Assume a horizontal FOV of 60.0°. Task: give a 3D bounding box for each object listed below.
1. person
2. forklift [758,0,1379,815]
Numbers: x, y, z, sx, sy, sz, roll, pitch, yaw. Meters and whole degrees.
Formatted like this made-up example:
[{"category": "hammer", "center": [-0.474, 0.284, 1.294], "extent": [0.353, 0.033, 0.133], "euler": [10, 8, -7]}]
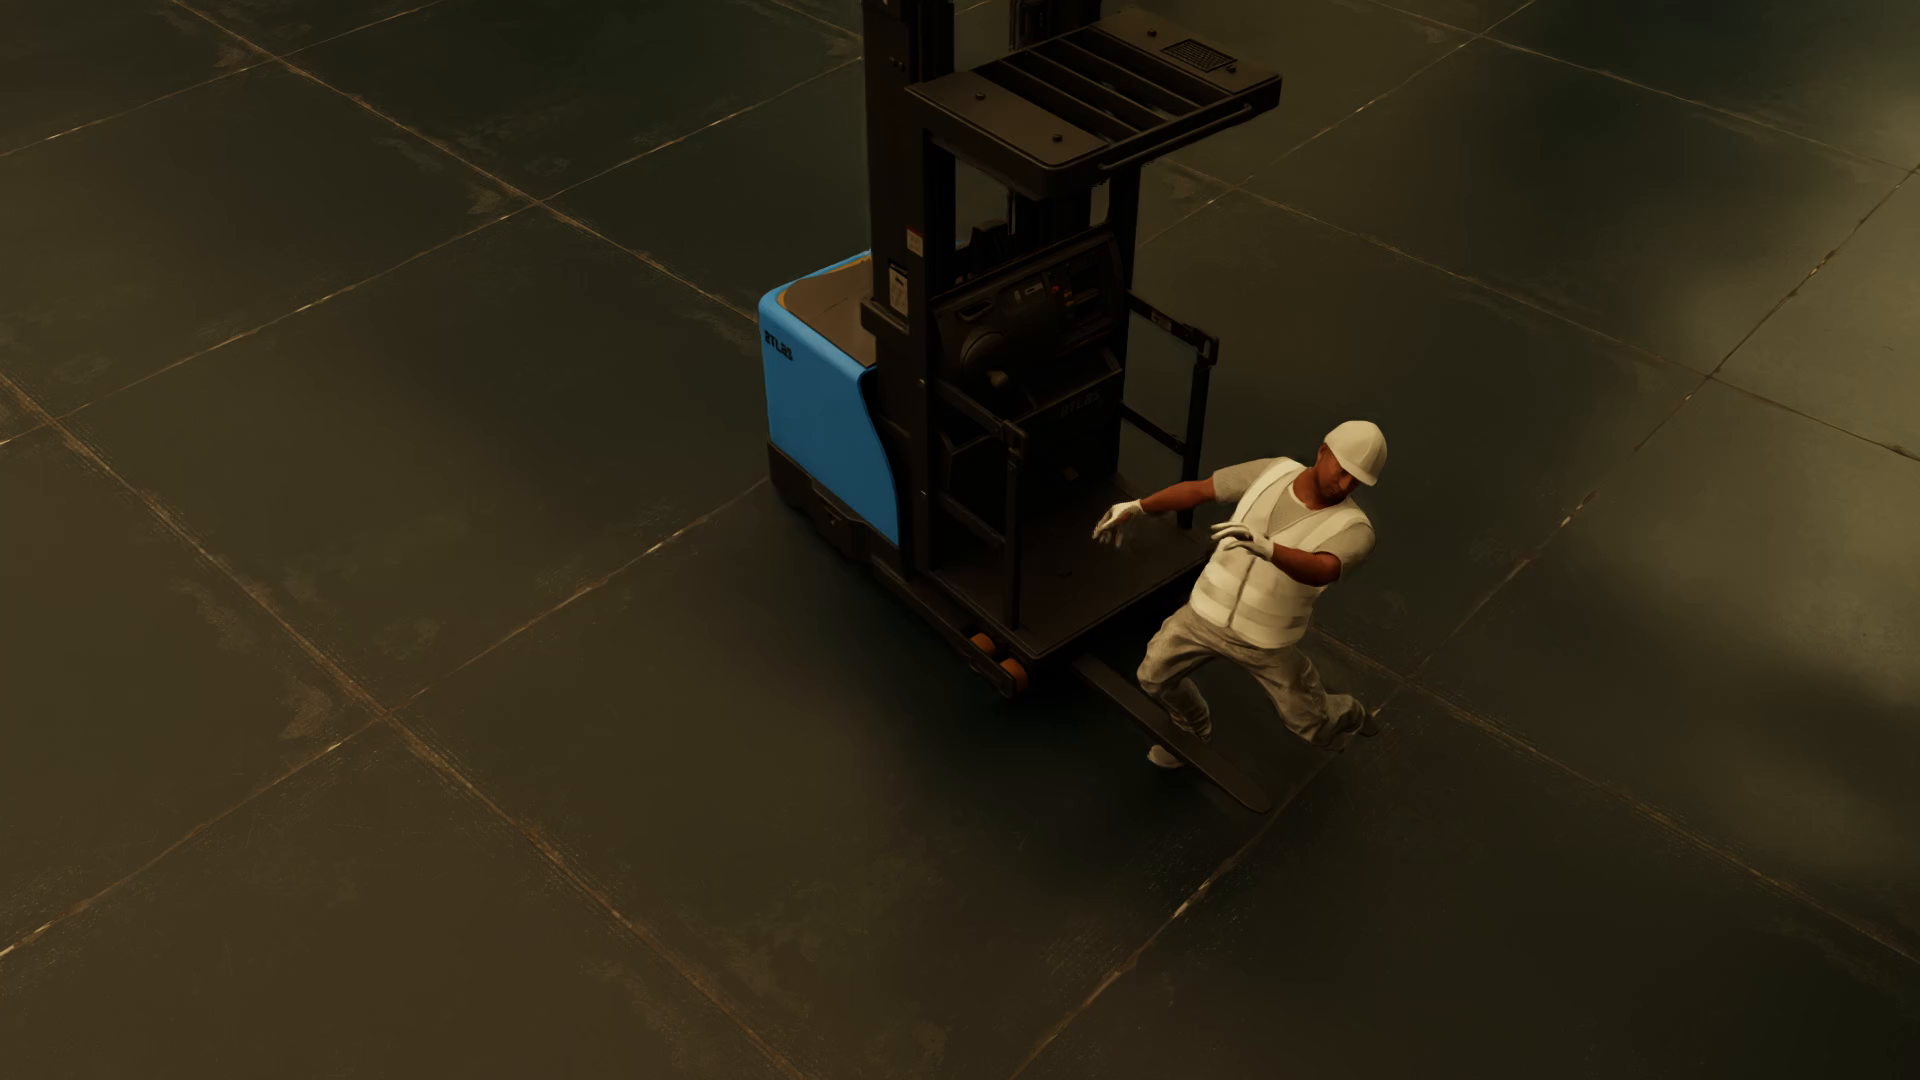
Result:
[{"category": "person", "center": [0.957, 0.259, 6.053], "extent": [1.035, 1.557, 0.779], "euler": [23, 46, 25]}, {"category": "forklift", "center": [0.418, -0.827, 6.393], "extent": [1.130, 2.935, 3.031], "euler": [-28, 48, -29]}]
